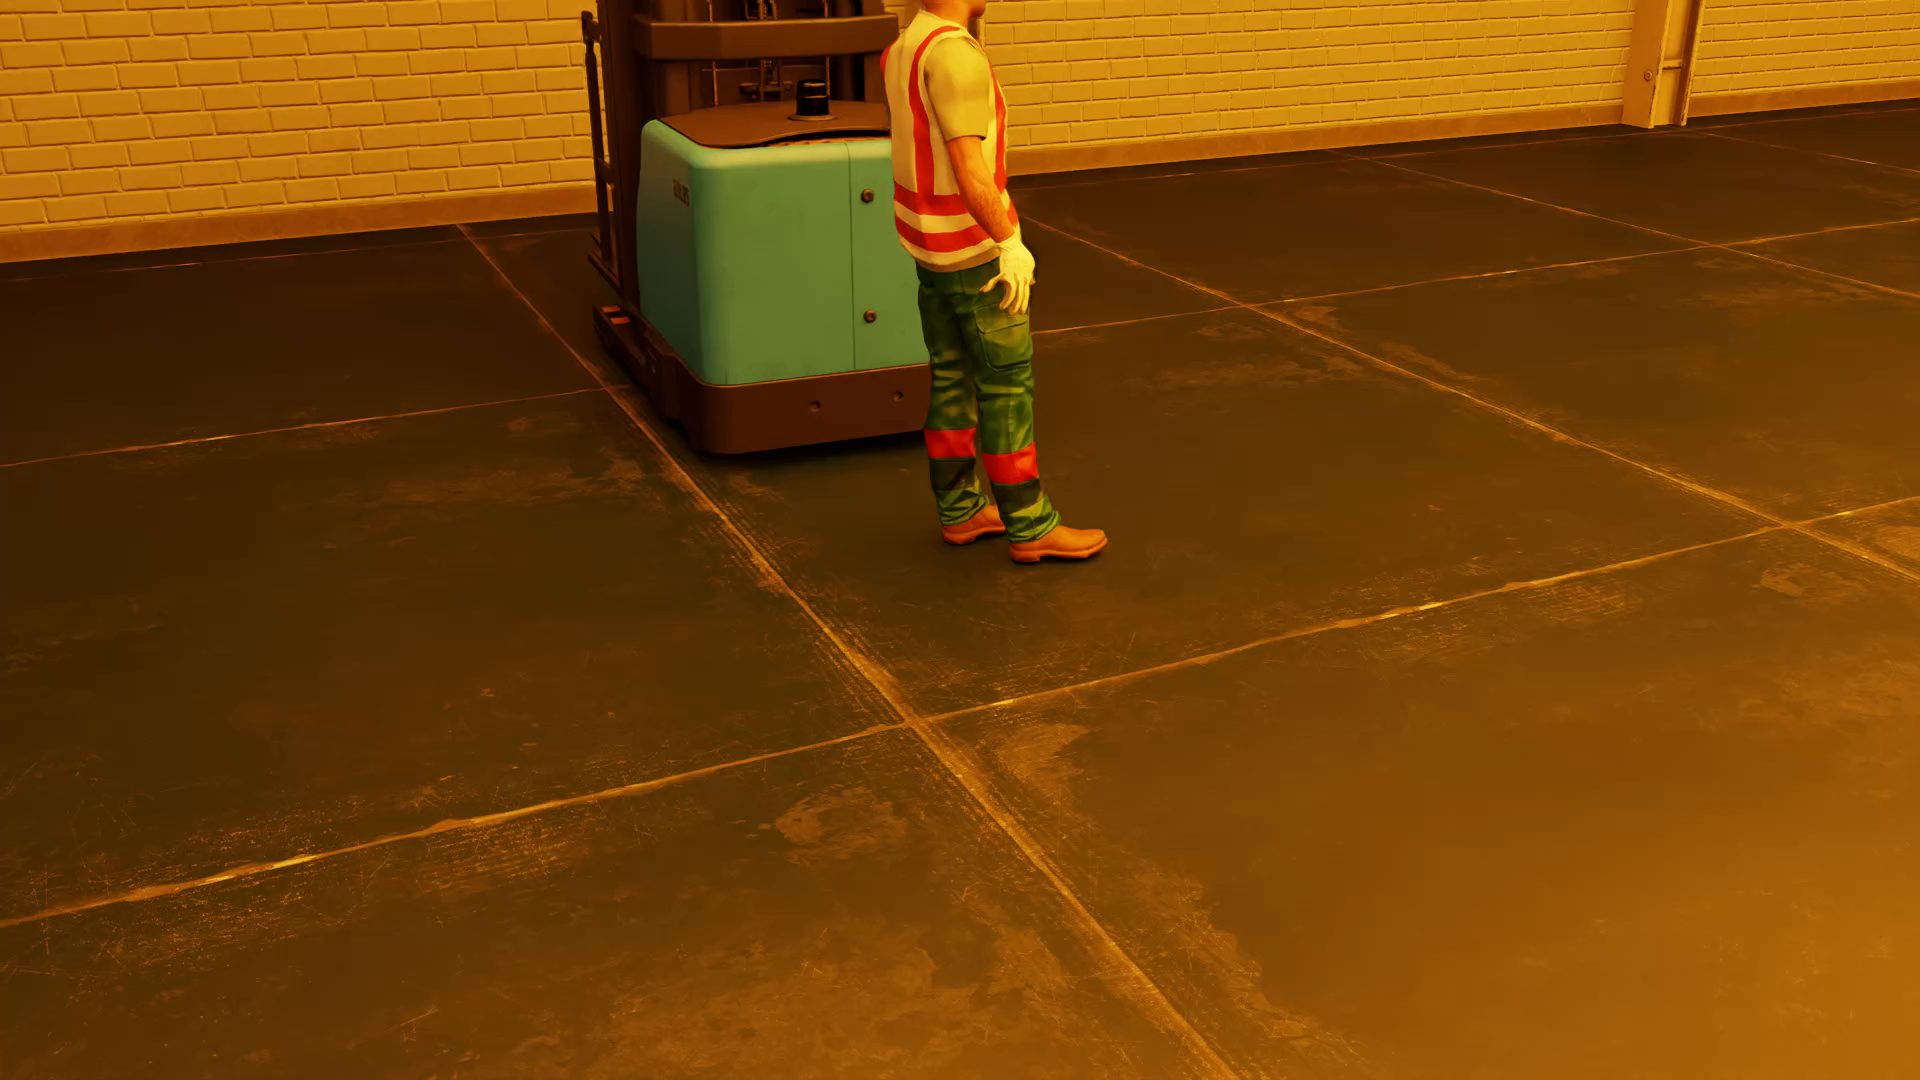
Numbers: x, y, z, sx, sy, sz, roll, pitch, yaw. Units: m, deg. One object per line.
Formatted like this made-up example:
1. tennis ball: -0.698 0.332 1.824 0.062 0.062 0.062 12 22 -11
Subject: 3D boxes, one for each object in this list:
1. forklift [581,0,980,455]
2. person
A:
1. forklift: -0.926 -2.176 6.524 1.130 2.935 3.031 -9 24 -20
2. person: 0.086 -0.843 4.789 0.564 1.789 0.643 -9 24 -21
